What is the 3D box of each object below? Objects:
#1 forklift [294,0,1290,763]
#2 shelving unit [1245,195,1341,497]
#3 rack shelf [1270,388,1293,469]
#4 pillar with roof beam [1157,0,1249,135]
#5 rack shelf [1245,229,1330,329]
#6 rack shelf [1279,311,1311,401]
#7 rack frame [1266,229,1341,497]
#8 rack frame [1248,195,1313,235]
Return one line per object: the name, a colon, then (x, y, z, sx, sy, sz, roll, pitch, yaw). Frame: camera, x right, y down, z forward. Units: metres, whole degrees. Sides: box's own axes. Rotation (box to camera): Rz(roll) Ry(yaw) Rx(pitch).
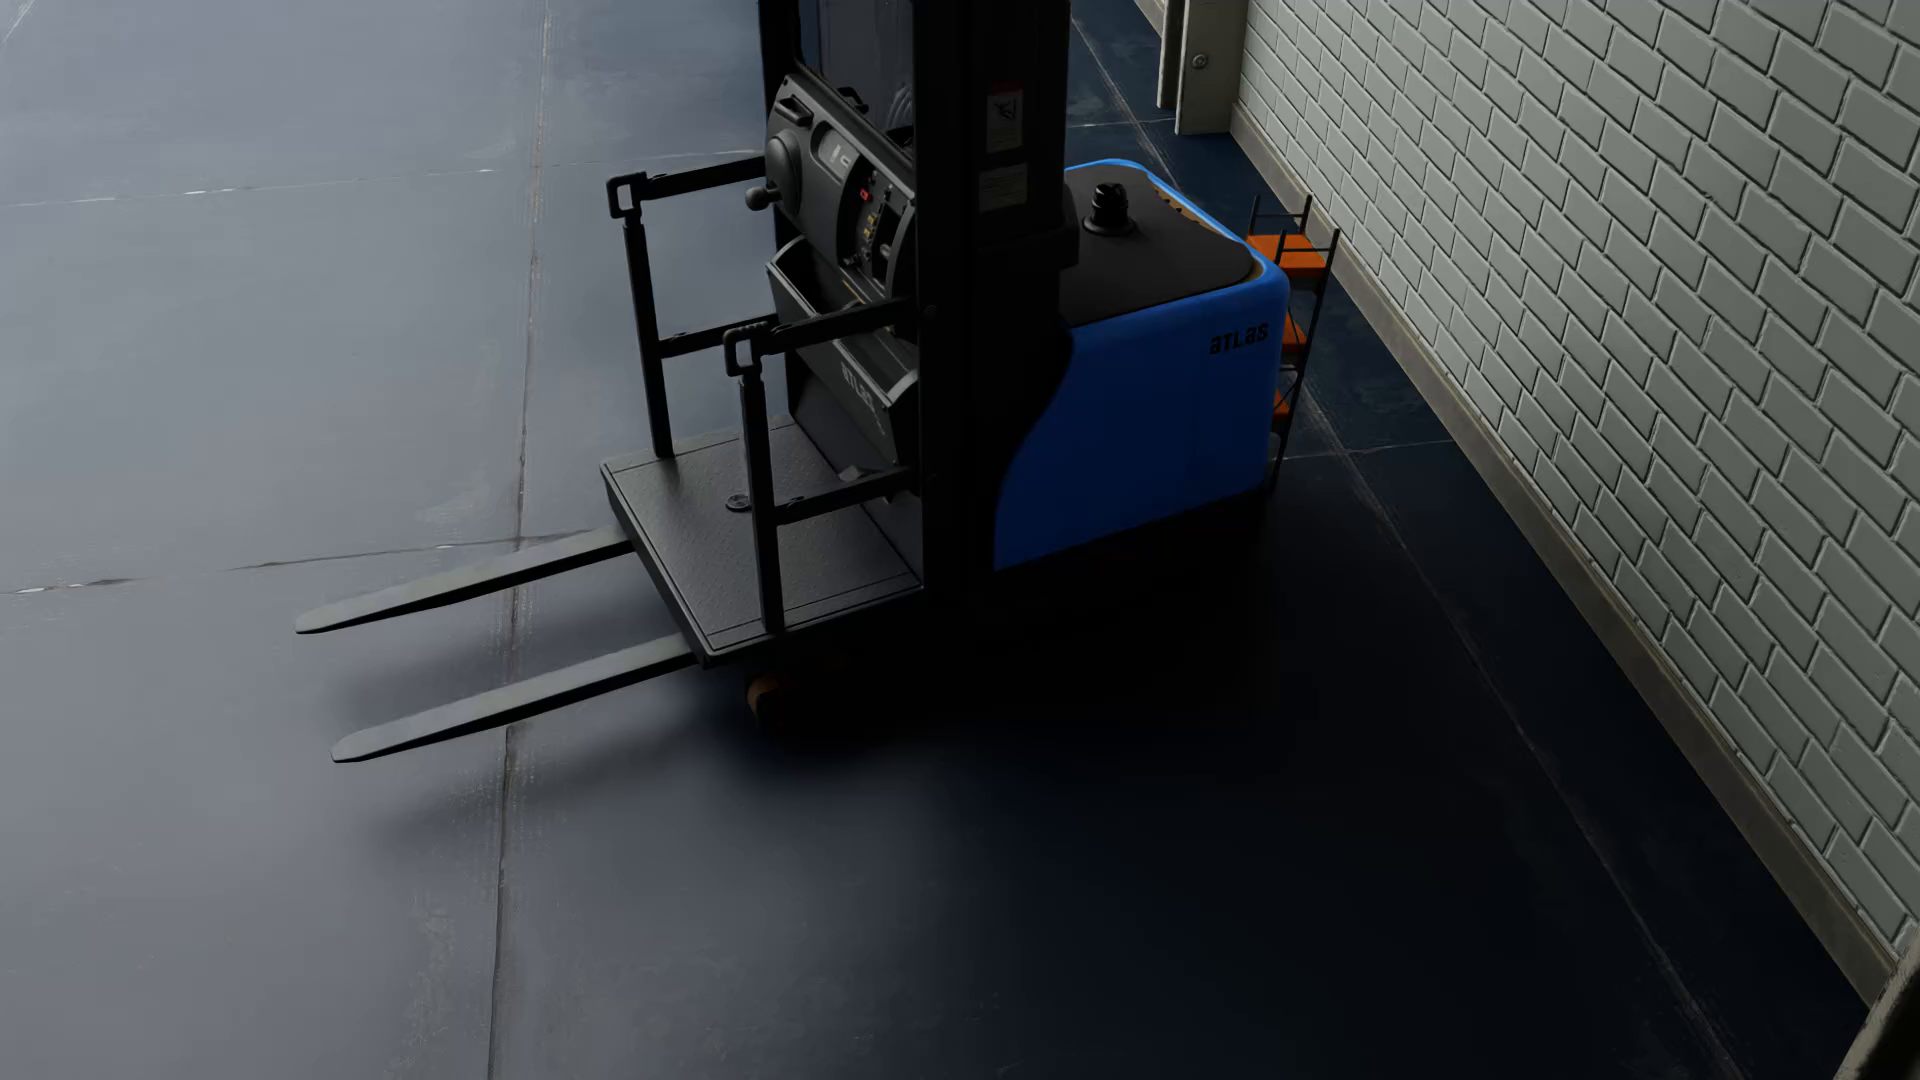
forklift: (-0.529, -0.968, 4.607, 3.031, 2.935, 1.130, -17, 41, -21)
shelving unit: (1.046, -0.646, 5.711, 0.215, 1.050, 0.252, -3, 38, -13)
rack shelf: (1.019, -0.416, 5.883, 0.215, 0.259, 0.240, -3, 38, -13)
pillar with roof beam: (-3.026, -5.264, 5.191, 9.100, 9.000, 0.400, -6, 38, -8)
rack shelf: (1.072, -0.864, 5.548, 0.215, 0.259, 0.240, -3, 38, -13)
rack shelf: (1.045, -0.638, 5.718, 0.215, 0.259, 0.240, -3, 38, -13)
rack frame: (1.071, -0.573, 5.617, 0.200, 1.050, 0.008, -3, 38, -13)
rack frame: (1.022, -0.720, 5.806, 0.200, 1.050, 0.008, -3, 38, -13)
